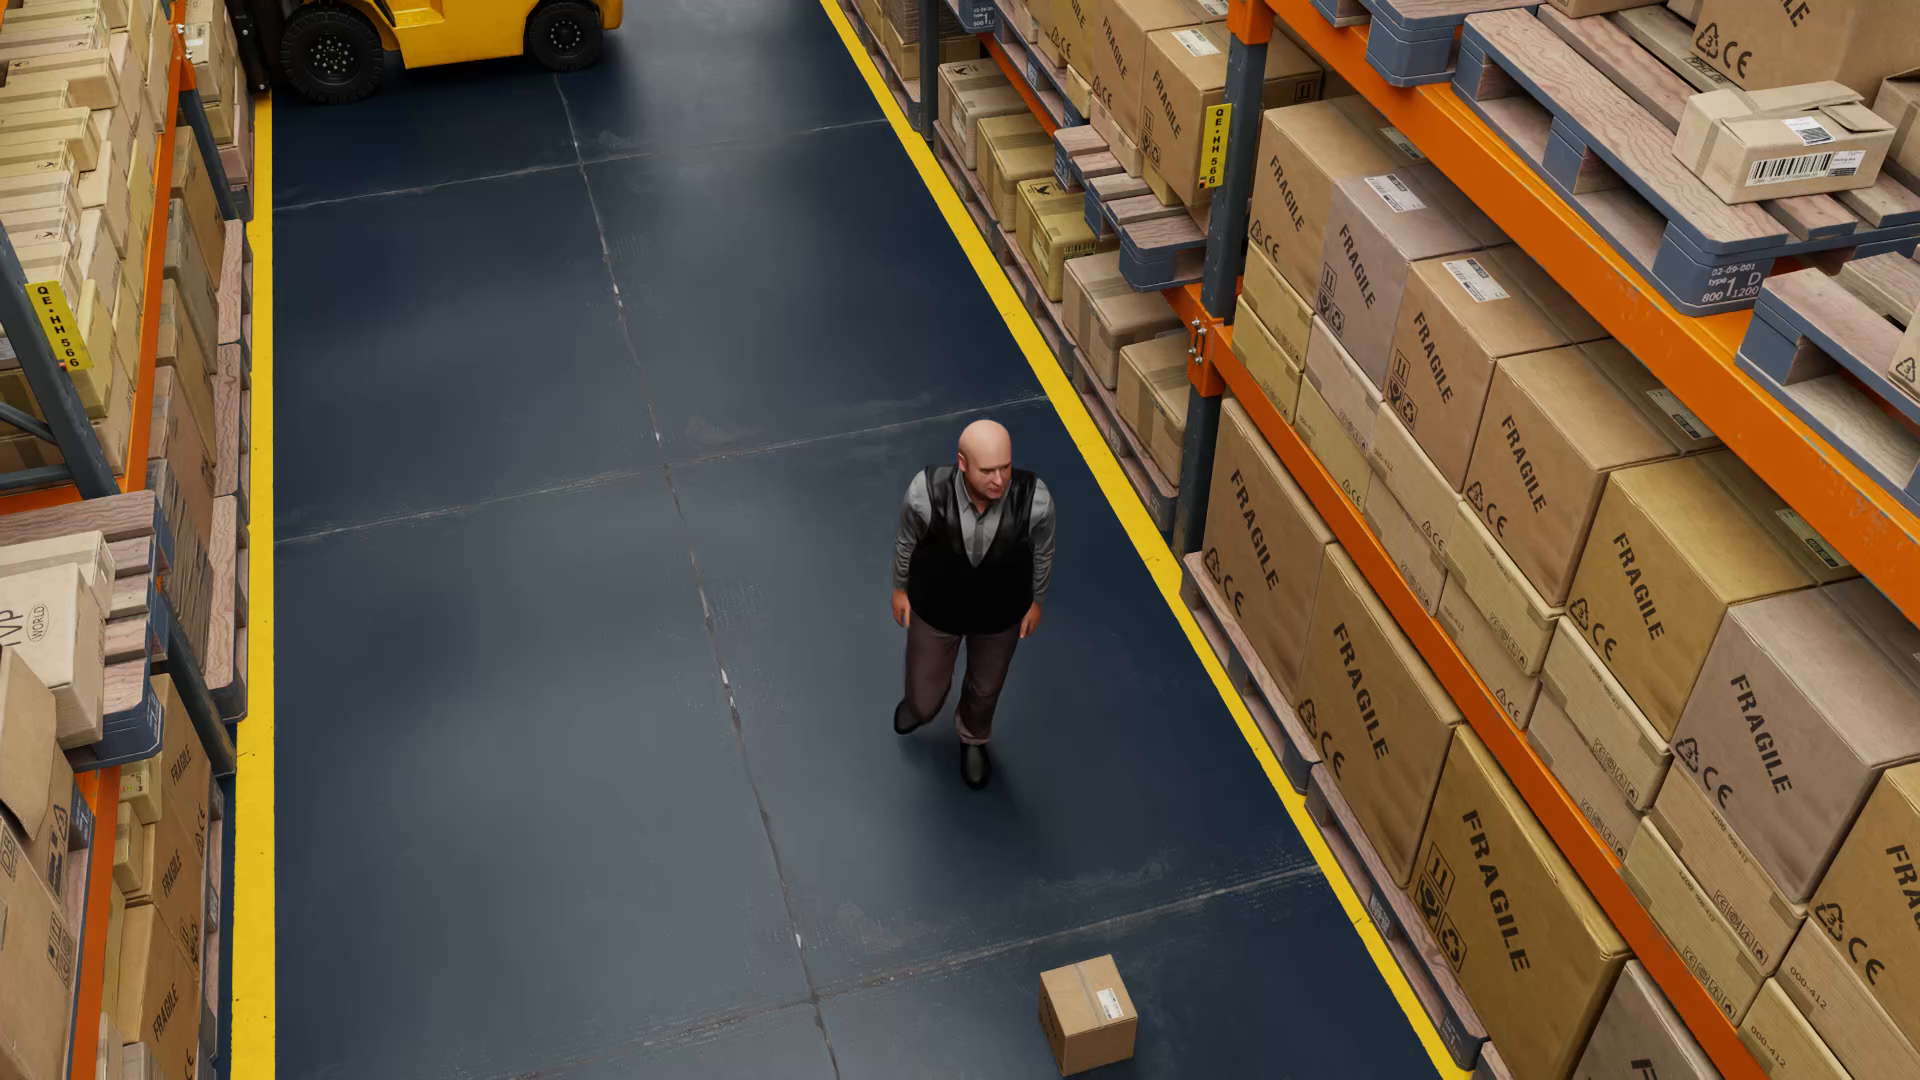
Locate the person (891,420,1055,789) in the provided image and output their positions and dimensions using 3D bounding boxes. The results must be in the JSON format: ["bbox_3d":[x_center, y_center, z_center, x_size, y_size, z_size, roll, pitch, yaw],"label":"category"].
[{"bbox_3d":[0.036,0.201,5.946,0.581,1.721,0.504,-2,42,-2],"label":"person"}]
